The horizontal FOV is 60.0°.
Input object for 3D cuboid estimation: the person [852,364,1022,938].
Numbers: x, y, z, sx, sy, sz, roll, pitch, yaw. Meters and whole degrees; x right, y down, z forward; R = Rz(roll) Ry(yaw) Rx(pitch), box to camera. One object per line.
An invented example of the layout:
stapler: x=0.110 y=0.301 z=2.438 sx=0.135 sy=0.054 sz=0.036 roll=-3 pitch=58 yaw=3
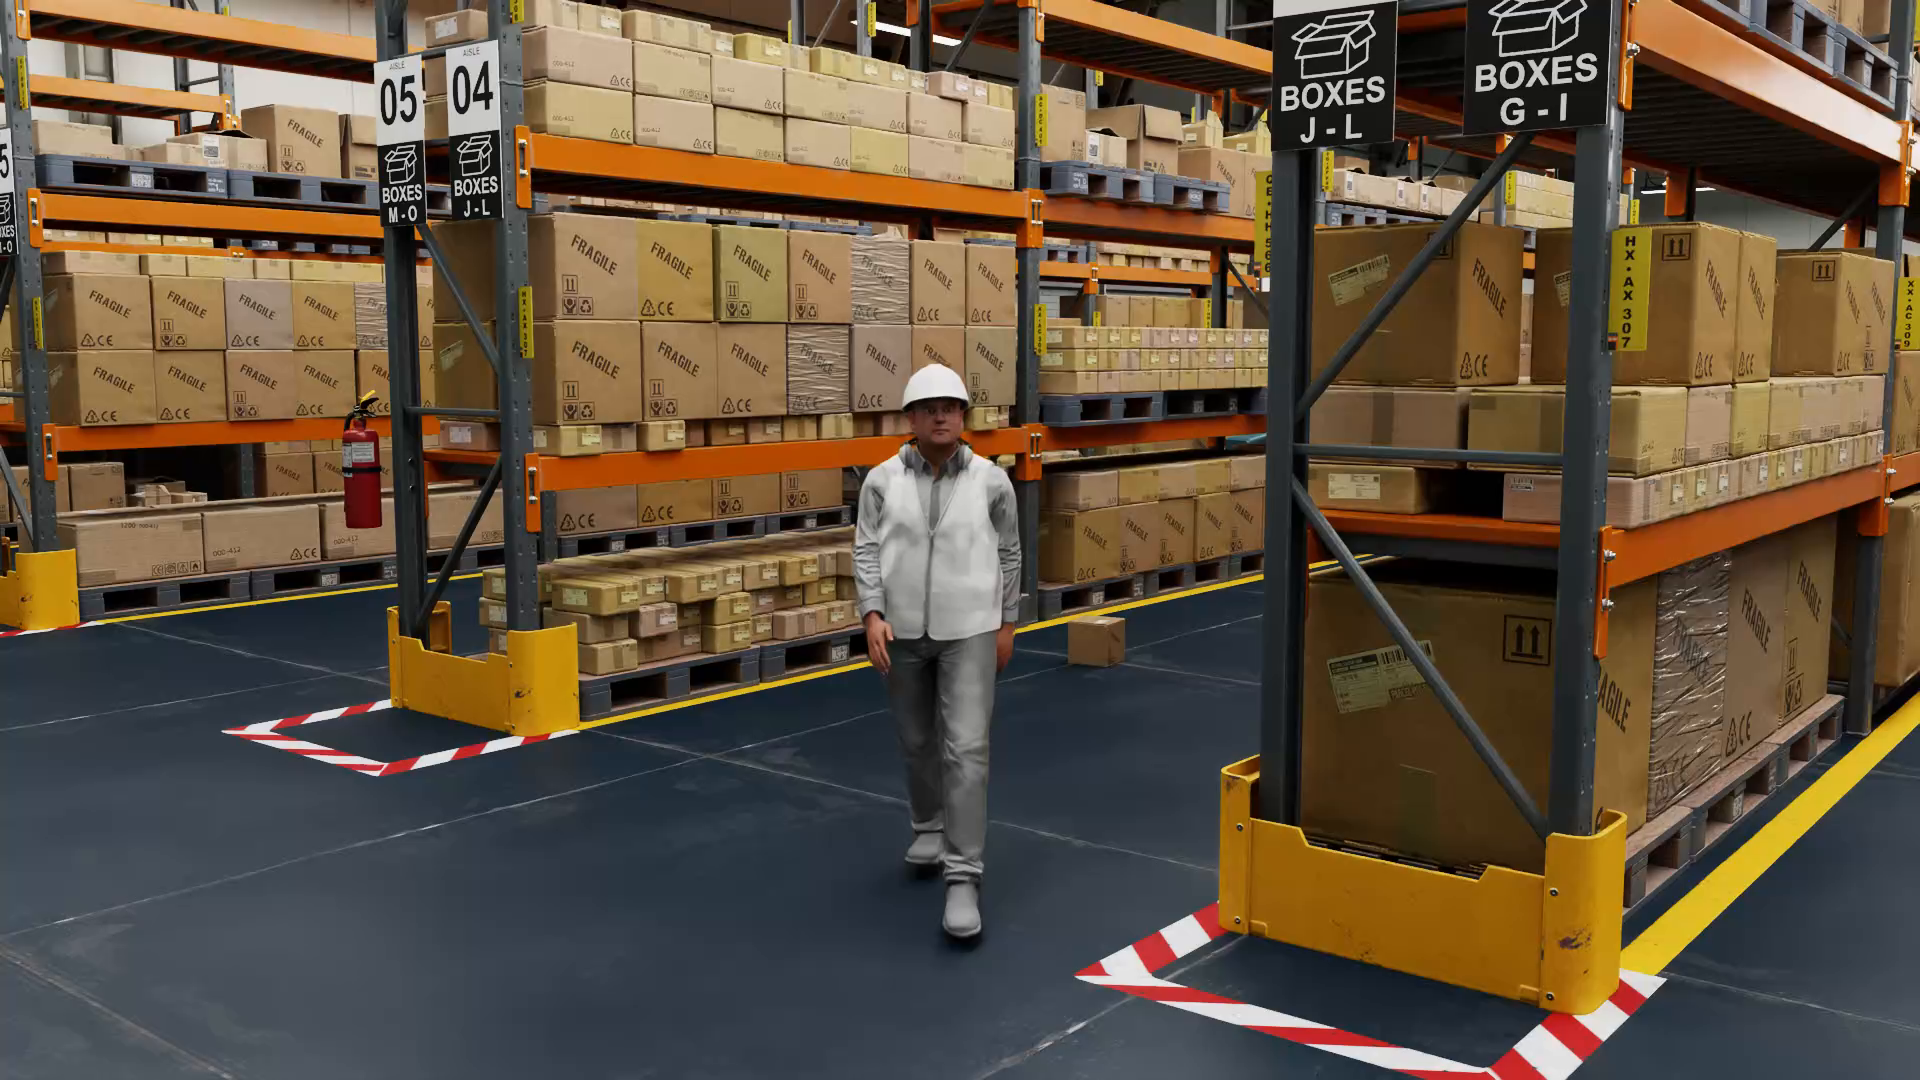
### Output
person: x=-0.090 y=0.298 z=5.430 sx=0.539 sy=1.737 sz=0.945 roll=1 pitch=7 yaw=8
